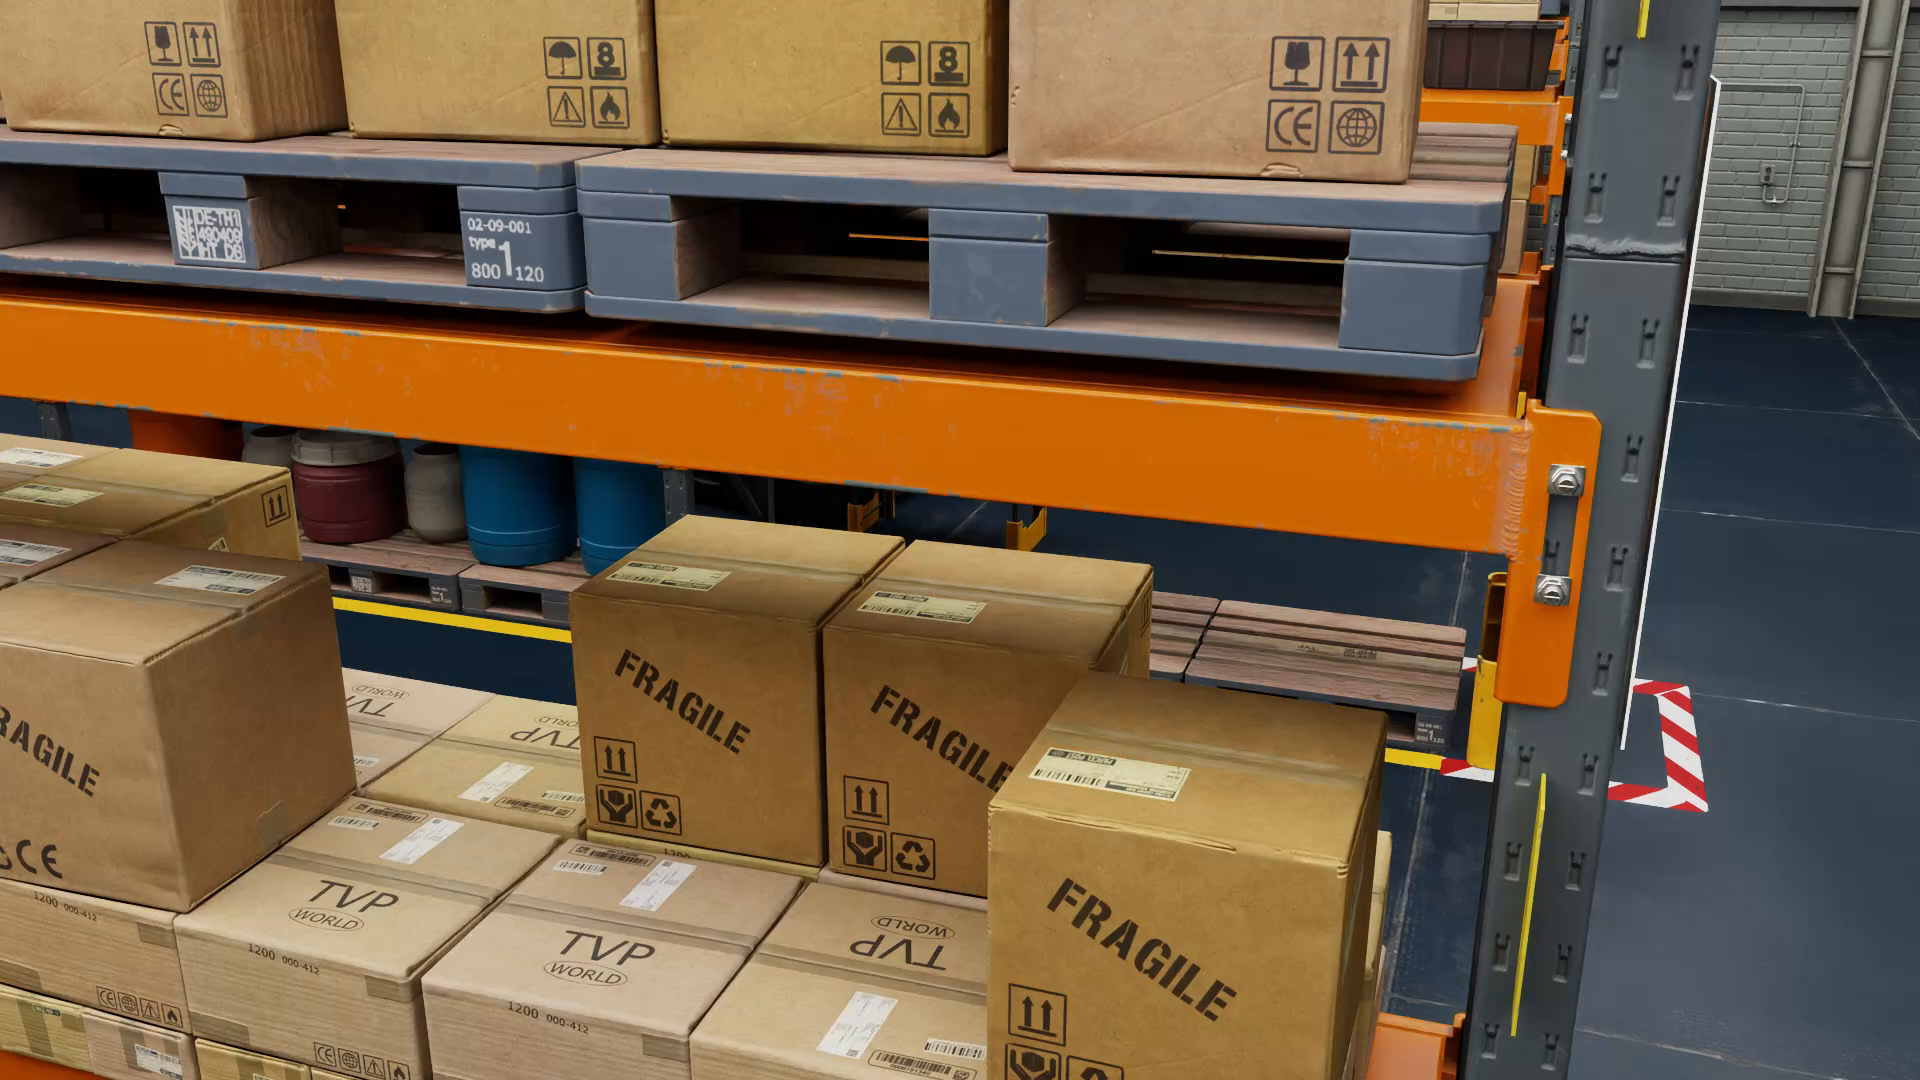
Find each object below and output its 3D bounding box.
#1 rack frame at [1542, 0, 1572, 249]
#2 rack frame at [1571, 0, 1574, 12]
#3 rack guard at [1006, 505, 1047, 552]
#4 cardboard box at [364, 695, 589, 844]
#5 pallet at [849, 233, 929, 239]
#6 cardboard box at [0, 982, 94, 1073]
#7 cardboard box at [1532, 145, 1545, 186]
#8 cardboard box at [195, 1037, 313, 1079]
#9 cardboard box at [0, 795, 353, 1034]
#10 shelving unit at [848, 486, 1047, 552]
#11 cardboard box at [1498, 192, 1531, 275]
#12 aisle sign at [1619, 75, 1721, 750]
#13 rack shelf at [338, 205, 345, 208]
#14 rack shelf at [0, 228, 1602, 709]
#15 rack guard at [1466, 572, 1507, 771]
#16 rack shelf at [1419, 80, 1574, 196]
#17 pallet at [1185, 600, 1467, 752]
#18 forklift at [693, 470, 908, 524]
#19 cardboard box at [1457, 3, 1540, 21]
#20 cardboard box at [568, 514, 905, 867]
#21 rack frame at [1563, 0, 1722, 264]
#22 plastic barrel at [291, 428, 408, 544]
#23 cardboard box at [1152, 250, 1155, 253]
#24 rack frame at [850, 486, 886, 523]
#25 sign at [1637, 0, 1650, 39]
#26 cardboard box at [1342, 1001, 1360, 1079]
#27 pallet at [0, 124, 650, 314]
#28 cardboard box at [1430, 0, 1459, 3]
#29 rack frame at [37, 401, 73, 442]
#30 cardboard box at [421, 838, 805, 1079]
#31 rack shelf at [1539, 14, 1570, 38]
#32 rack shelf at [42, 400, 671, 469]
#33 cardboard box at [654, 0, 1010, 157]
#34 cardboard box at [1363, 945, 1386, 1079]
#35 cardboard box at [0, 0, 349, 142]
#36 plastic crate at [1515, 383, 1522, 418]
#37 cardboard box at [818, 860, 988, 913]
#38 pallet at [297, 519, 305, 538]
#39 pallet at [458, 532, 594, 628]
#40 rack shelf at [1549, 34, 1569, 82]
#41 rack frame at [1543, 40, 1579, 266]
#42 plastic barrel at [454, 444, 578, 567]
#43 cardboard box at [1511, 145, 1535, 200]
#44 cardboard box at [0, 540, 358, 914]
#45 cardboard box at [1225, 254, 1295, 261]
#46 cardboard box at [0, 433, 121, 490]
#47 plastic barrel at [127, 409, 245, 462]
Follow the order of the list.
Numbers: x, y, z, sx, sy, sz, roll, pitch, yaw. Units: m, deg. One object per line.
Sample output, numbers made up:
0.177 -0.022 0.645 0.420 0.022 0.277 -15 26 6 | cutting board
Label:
5.781 -3.671 16.050 0.127 3.000 1.000 7 20 18 | rack frame
4.159 -4.963 10.643 0.127 3.000 1.000 7 20 18 | rack frame
0.398 -0.072 9.904 0.087 0.250 0.587 7 20 18 | rack guard
-0.922 0.580 3.631 0.500 0.250 0.500 6 20 17 | cardboard box
-0.339 -2.592 13.246 1.213 0.211 1.003 7 20 18 | pallet
-1.716 0.884 3.366 0.250 0.149 0.380 6 20 17 | cardboard box
5.296 -3.864 16.150 0.700 0.700 0.980 7 21 21 | cardboard box
-1.231 0.939 3.206 0.250 0.149 0.380 6 20 16 | cardboard box
-1.557 0.689 3.317 0.500 0.250 0.500 7 20 19 | cardboard box
-0.072 -0.716 9.853 1.083 1.500 0.587 7 20 18 | shelving unit
3.646 -2.141 11.510 0.500 0.500 0.500 7 20 20 | cardboard box
0.874 -0.177 2.077 0.004 0.787 0.394 7 20 18 | aisle sign
-5.288 -2.871 14.847 4.000 0.370 1.077 7 20 18 | rack shelf
-0.985 -0.343 3.039 4.000 0.370 1.077 7 20 18 | rack shelf
2.557 0.588 7.629 0.348 0.500 1.175 7 20 18 | rack guard
0.640 -1.883 7.457 4.000 0.370 1.077 7 20 18 | rack shelf
1.763 0.625 7.962 1.213 0.211 1.003 7 20 18 | pallet
-1.710 -1.852 10.937 3.031 2.935 1.130 14 24 35 | forklift
3.587 -3.449 11.085 0.500 0.250 0.500 7 20 18 | cardboard box
-0.424 0.282 3.347 0.500 0.500 0.500 6 20 17 | cardboard box
0.904 -1.883 1.808 0.127 3.000 1.000 7 20 18 | rack frame
-3.493 -0.345 9.533 0.708 0.588 0.600 7 20 18 | plastic barrel
1.257 -2.415 12.296 0.500 0.500 0.500 7 20 19 | cardboard box
-0.561 -0.772 10.013 0.032 1.500 0.500 7 20 18 | rack frame
0.713 -0.680 1.689 0.005 0.325 0.100 7 20 18 | sign
0.359 0.910 2.684 0.500 0.250 0.500 6 20 17 | cardboard box
-0.956 -0.633 2.913 1.213 0.211 1.003 7 20 18 | pallet
3.117 -3.742 11.165 0.500 0.250 0.500 7 20 18 | cardboard box
-5.027 -1.455 9.692 0.127 3.000 1.000 7 20 18 | rack frame
-0.601 0.800 2.999 0.500 0.250 0.500 6 20 16 | cardboard box
3.891 -4.964 16.294 4.000 0.370 1.077 7 20 18 | rack shelf
-3.138 -0.899 9.191 4.000 0.370 1.077 7 20 18 | rack shelf
-0.097 -0.897 2.595 0.500 0.500 0.700 6 20 16 | cardboard box
0.677 0.927 3.241 0.250 0.149 0.380 7 20 19 | cardboard box
-1.162 -0.966 2.791 0.500 0.500 0.700 7 21 20 | cardboard box
2.152 -0.614 7.134 0.499 0.435 0.616 7 20 18 | plastic crate
0.046 0.690 3.316 0.500 0.250 0.500 6 20 17 | cardboard box
-4.269 -0.066 9.944 1.213 0.211 1.003 7 20 18 | pallet
-1.964 0.198 9.188 1.213 0.211 1.003 7 20 18 | pallet
2.269 -3.423 11.875 4.000 0.370 1.077 7 20 18 | rack shelf
2.530 -0.590 7.213 0.127 3.000 1.000 7 20 18 | rack frame
-2.426 -0.371 9.132 0.708 0.901 0.600 7 20 18 | plastic barrel
3.648 -2.612 11.342 0.500 0.500 0.500 6 20 18 | cardboard box
-1.550 0.335 3.194 0.500 0.500 0.500 6 20 16 | cardboard box
2.210 -2.306 11.983 0.500 0.500 0.500 6 20 17 | cardboard box
-2.352 0.060 3.983 0.500 0.500 0.500 7 20 20 | cardboard box
-4.560 -0.581 9.844 0.708 0.830 0.600 7 20 18 | plastic barrel
